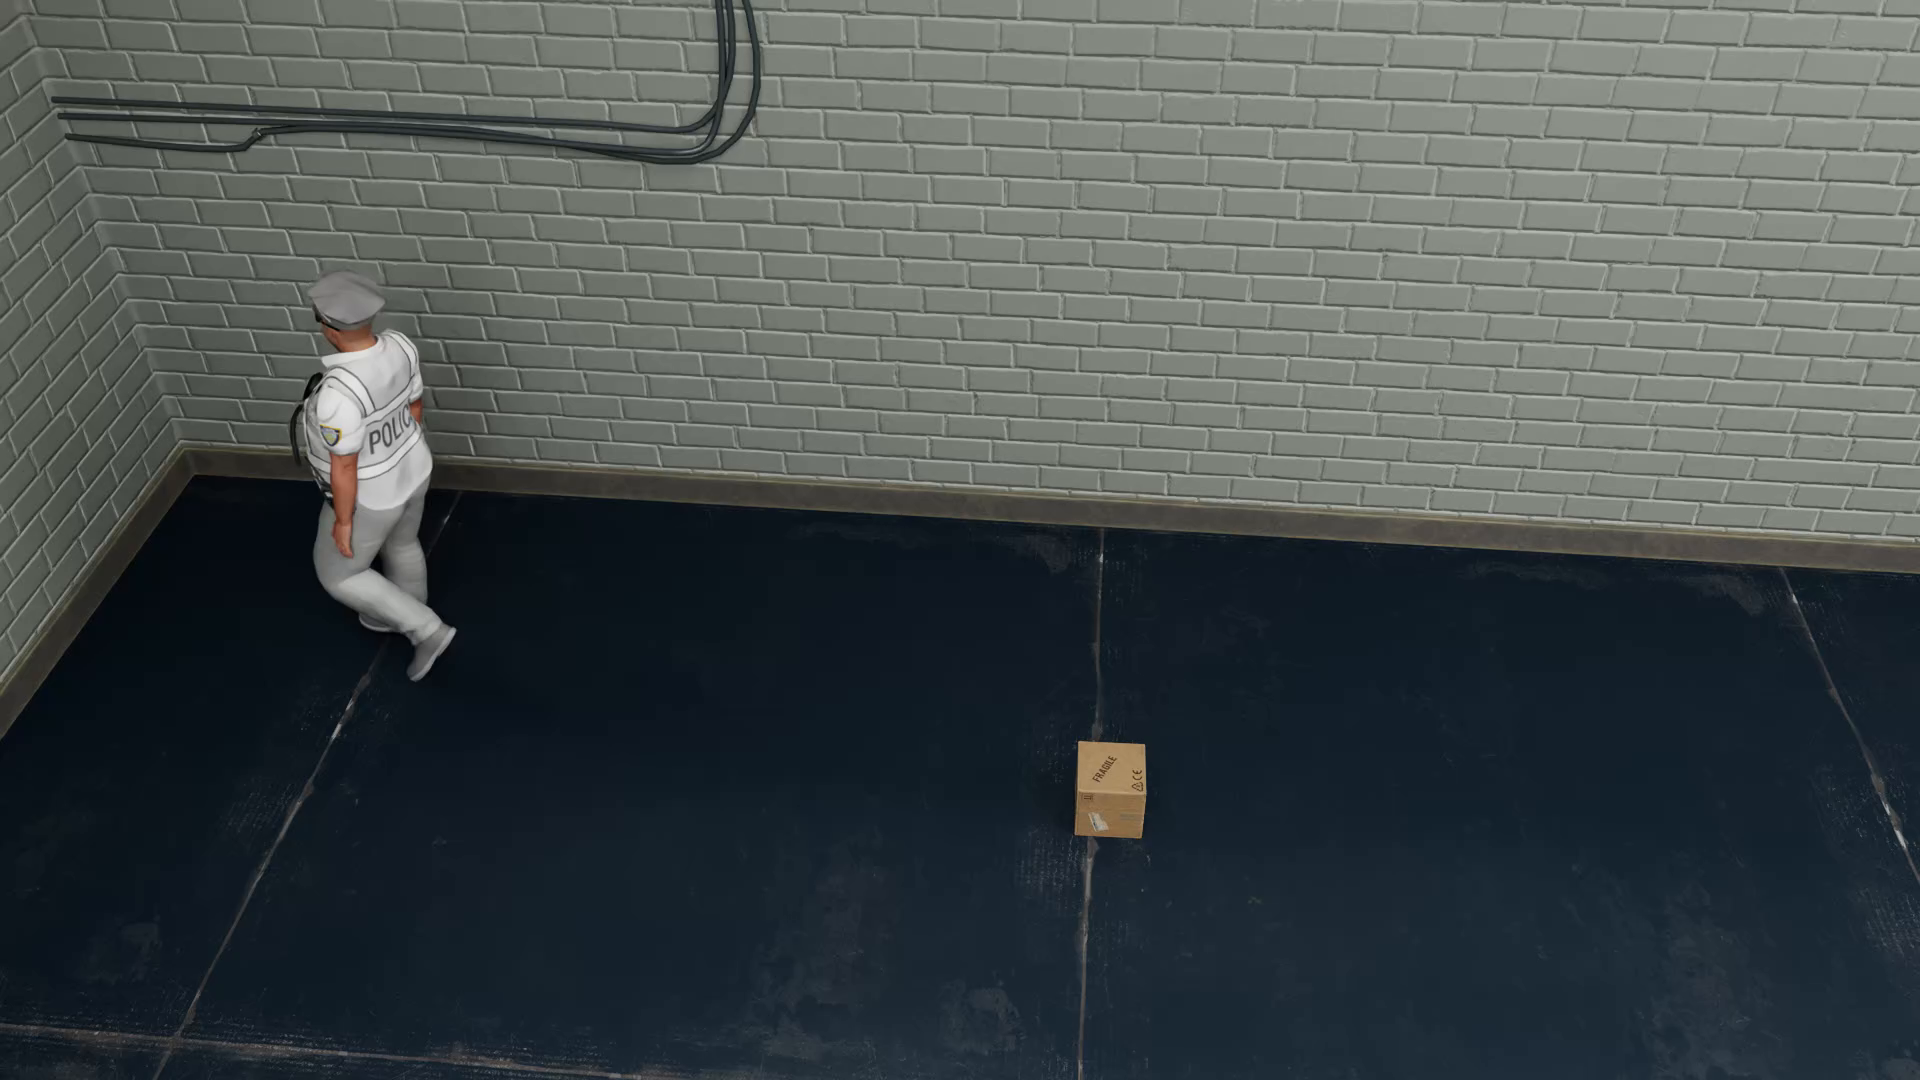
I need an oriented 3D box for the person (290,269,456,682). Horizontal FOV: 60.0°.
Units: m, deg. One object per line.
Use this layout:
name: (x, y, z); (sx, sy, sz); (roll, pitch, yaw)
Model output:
person: (-2.283, -0.238, 6.383); (0.600, 1.768, 0.579); (11, 41, 12)
